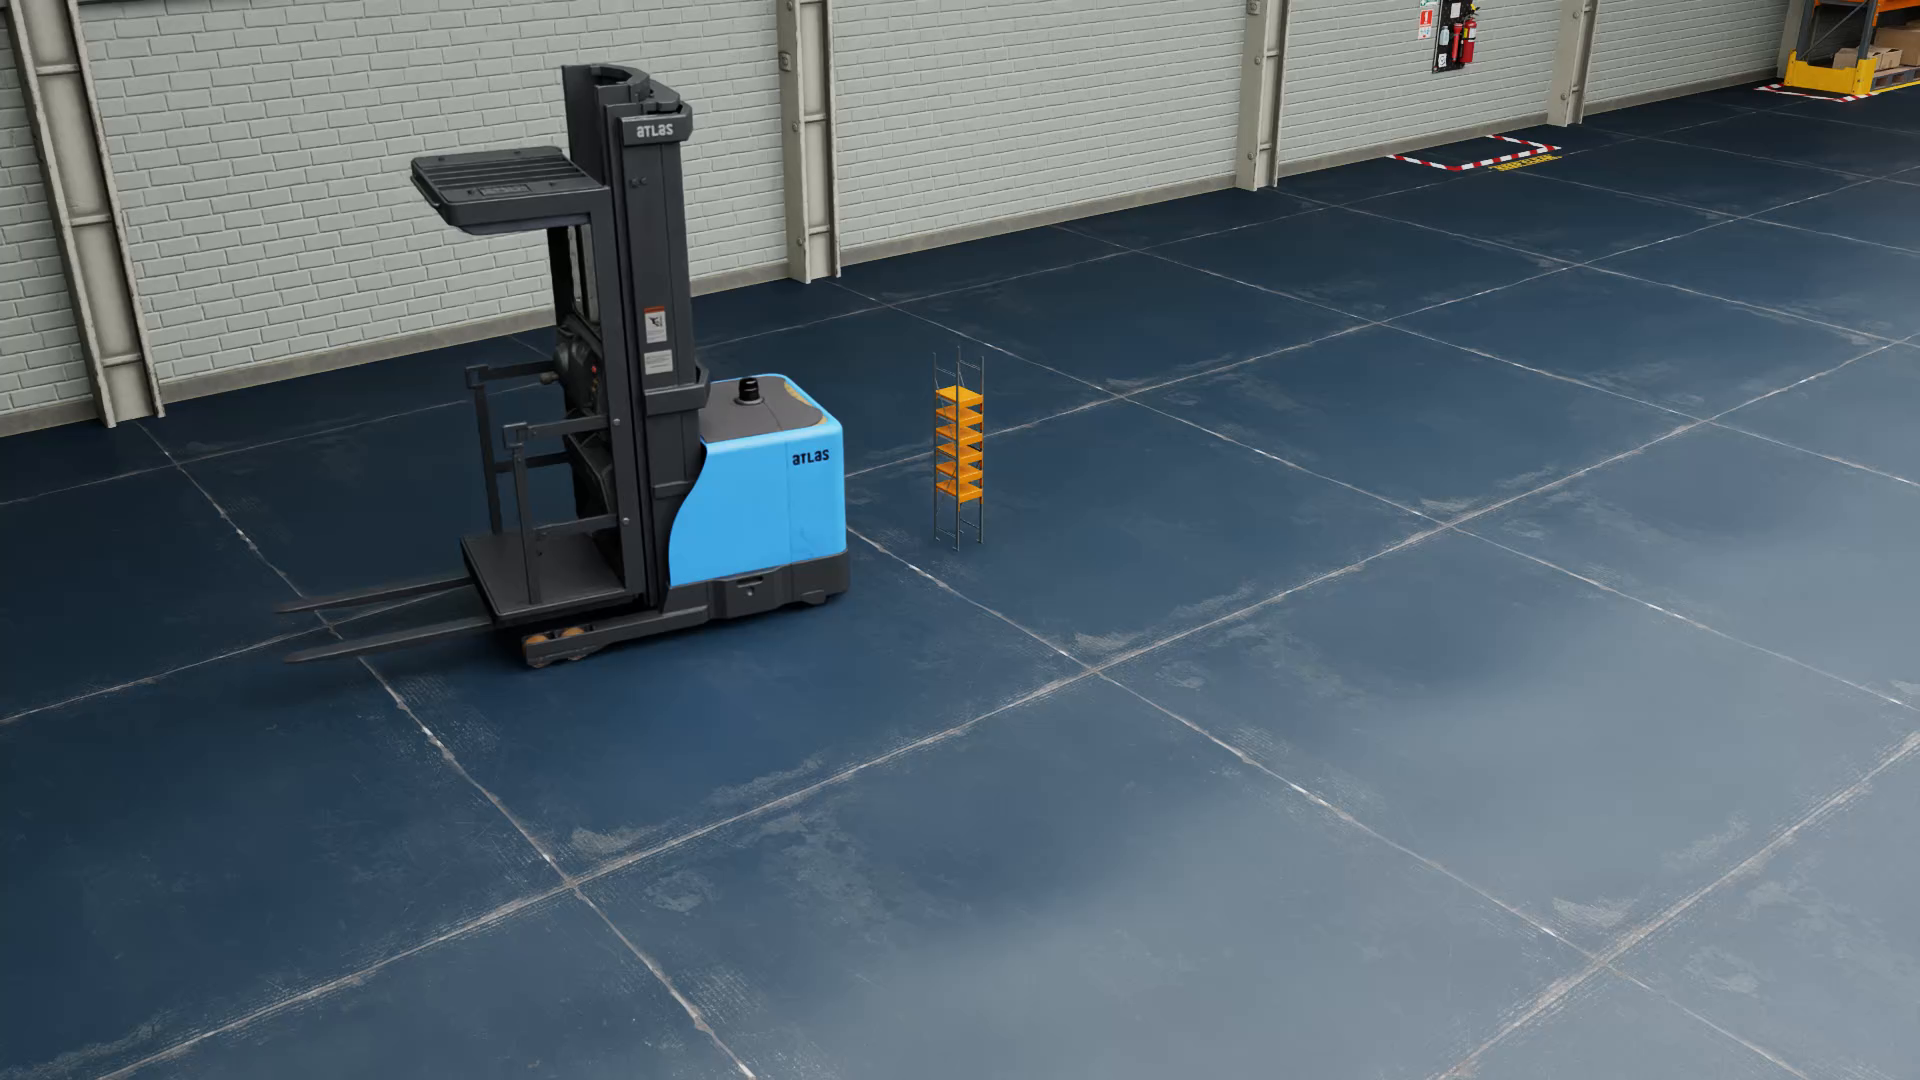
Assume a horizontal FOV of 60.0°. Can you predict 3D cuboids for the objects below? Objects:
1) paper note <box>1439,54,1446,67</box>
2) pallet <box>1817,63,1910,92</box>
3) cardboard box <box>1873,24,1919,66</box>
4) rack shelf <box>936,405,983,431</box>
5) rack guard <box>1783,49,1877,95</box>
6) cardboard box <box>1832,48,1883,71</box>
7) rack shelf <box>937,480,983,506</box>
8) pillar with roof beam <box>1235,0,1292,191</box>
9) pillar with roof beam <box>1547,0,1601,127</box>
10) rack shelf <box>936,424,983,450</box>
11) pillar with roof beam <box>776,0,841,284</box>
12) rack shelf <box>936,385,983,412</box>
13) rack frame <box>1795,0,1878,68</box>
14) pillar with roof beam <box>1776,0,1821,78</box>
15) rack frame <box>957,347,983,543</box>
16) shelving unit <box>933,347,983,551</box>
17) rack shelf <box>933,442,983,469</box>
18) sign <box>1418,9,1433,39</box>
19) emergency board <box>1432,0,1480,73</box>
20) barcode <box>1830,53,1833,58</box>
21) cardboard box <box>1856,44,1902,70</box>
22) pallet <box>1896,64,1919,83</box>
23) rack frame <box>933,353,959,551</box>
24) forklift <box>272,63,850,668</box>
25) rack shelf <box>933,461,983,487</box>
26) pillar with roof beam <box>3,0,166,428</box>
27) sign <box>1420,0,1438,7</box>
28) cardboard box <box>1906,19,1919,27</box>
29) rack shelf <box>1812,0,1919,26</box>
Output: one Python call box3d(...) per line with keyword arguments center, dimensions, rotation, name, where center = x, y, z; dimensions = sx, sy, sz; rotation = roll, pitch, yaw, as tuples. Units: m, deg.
box3d(center=(5.932, -5.894, 20.433), dimensions=(0.142, 0.148, 0.016), rotation=(-18, 31, -34), name="paper note")
box3d(center=(13.507, -6.991, 25.062), dimensions=(1.213, 0.211, 1.003), rotation=(-18, 31, -34), name="pallet")
box3d(center=(14.443, -7.574, 25.453), dimensions=(0.500, 0.500, 0.700), rotation=(-21, 32, -37), name="cardboard box")
box3d(center=(-0.011, -0.718, 9.907), dimensions=(0.180, 0.103, 0.258), rotation=(-18, 31, -34), name="rack shelf")
box3d(center=(12.846, -6.922, 24.571), dimensions=(0.348, 0.500, 1.175), rotation=(-18, 31, -34), name="rack guard")
box3d(center=(13.387, -7.166, 24.799), dimensions=(0.500, 0.311, 0.500), rotation=(-23, 33, -40), name="cardboard box")
box3d(center=(-0.011, -0.282, 10.109), dimensions=(0.180, 0.103, 0.258), rotation=(-18, 31, -34), name="rack shelf")
box3d(center=(6.017, -6.683, 13.960), dimensions=(0.400, 9.000, 9.100), rotation=(-18, 31, -34), name="pillar with roof beam")
box3d(center=(10.739, -8.241, 17.318), dimensions=(0.400, 9.000, 9.100), rotation=(-18, 31, -34), name="pillar with roof beam")
box3d(center=(-0.011, -0.609, 9.958), dimensions=(0.180, 0.103, 0.258), rotation=(-18, 31, -34), name="rack shelf")
box3d(center=(1.296, -5.124, 10.601), dimensions=(0.400, 9.000, 9.100), rotation=(-18, 31, -34), name="pillar with roof beam")
box3d(center=(-0.011, -0.827, 9.856), dimensions=(0.180, 0.103, 0.258), rotation=(-18, 31, -34), name="rack shelf")
box3d(center=(12.787, -8.036, 24.003), dimensions=(0.127, 3.000, 1.000), rotation=(-18, 31, -34), name="rack frame")
box3d(center=(15.460, -9.800, 20.676), dimensions=(0.400, 9.000, 9.100), rotation=(-18, 31, -34), name="pillar with roof beam")
box3d(center=(0.061, -0.564, 10.041), dimensions=(0.006, 1.200, 0.240), rotation=(-18, 31, -34), name="rack frame")
box3d(center=(-0.011, -0.540, 9.989), dimensions=(0.189, 1.200, 0.258), rotation=(-18, 31, -34), name="shelving unit")
box3d(center=(-0.011, -0.500, 10.008), dimensions=(0.180, 0.103, 0.258), rotation=(-18, 31, -34), name="rack shelf")
box3d(center=(5.615, -6.224, 20.054), dimensions=(0.234, 0.329, 0.001), rotation=(-18, 31, -34), name="sign")
box3d(center=(6.114, -6.317, 20.298), dimensions=(0.643, 1.169, 0.194), rotation=(-18, 31, -34), name="emergency board")
box3d(center=(13.154, -7.308, 25.093), dimensions=(0.075, 0.075, 0.001), rotation=(-18, 31, -34), name="barcode")
box3d(center=(13.835, -7.314, 25.118), dimensions=(0.500, 0.311, 0.500), rotation=(-15, 29, -30), name="cardboard box")
box3d(center=(14.467, -7.306, 25.741), dimensions=(1.213, 0.211, 1.003), rotation=(-18, 31, -34), name="pallet")
box3d(center=(-0.083, -0.517, 9.938), dimensions=(0.006, 1.200, 0.240), rotation=(-18, 31, -34), name="rack frame")
box3d(center=(-2.188, -0.908, 8.726), dimensions=(3.031, 2.935, 1.130), rotation=(-11, 27, -23), name="forklift")
box3d(center=(-0.011, -0.391, 10.059), dimensions=(0.180, 0.103, 0.258), rotation=(-18, 31, -34), name="rack shelf")
box3d(center=(-3.426, -3.565, 7.243), dimensions=(0.400, 9.000, 9.100), rotation=(-18, 31, -34), name="pillar with roof beam")
box3d(center=(5.624, -6.462, 19.939), dimensions=(0.331, 0.109, 0.001), rotation=(-18, 31, -34), name="sign")
box3d(center=(15.142, -7.858, 26.066), dimensions=(0.500, 0.500, 0.500), rotation=(-21, 32, -38), name="cardboard box")
box3d(center=(14.360, -8.230, 25.274), dimensions=(4.000, 0.370, 1.077), rotation=(-18, 31, -34), name="rack shelf")
